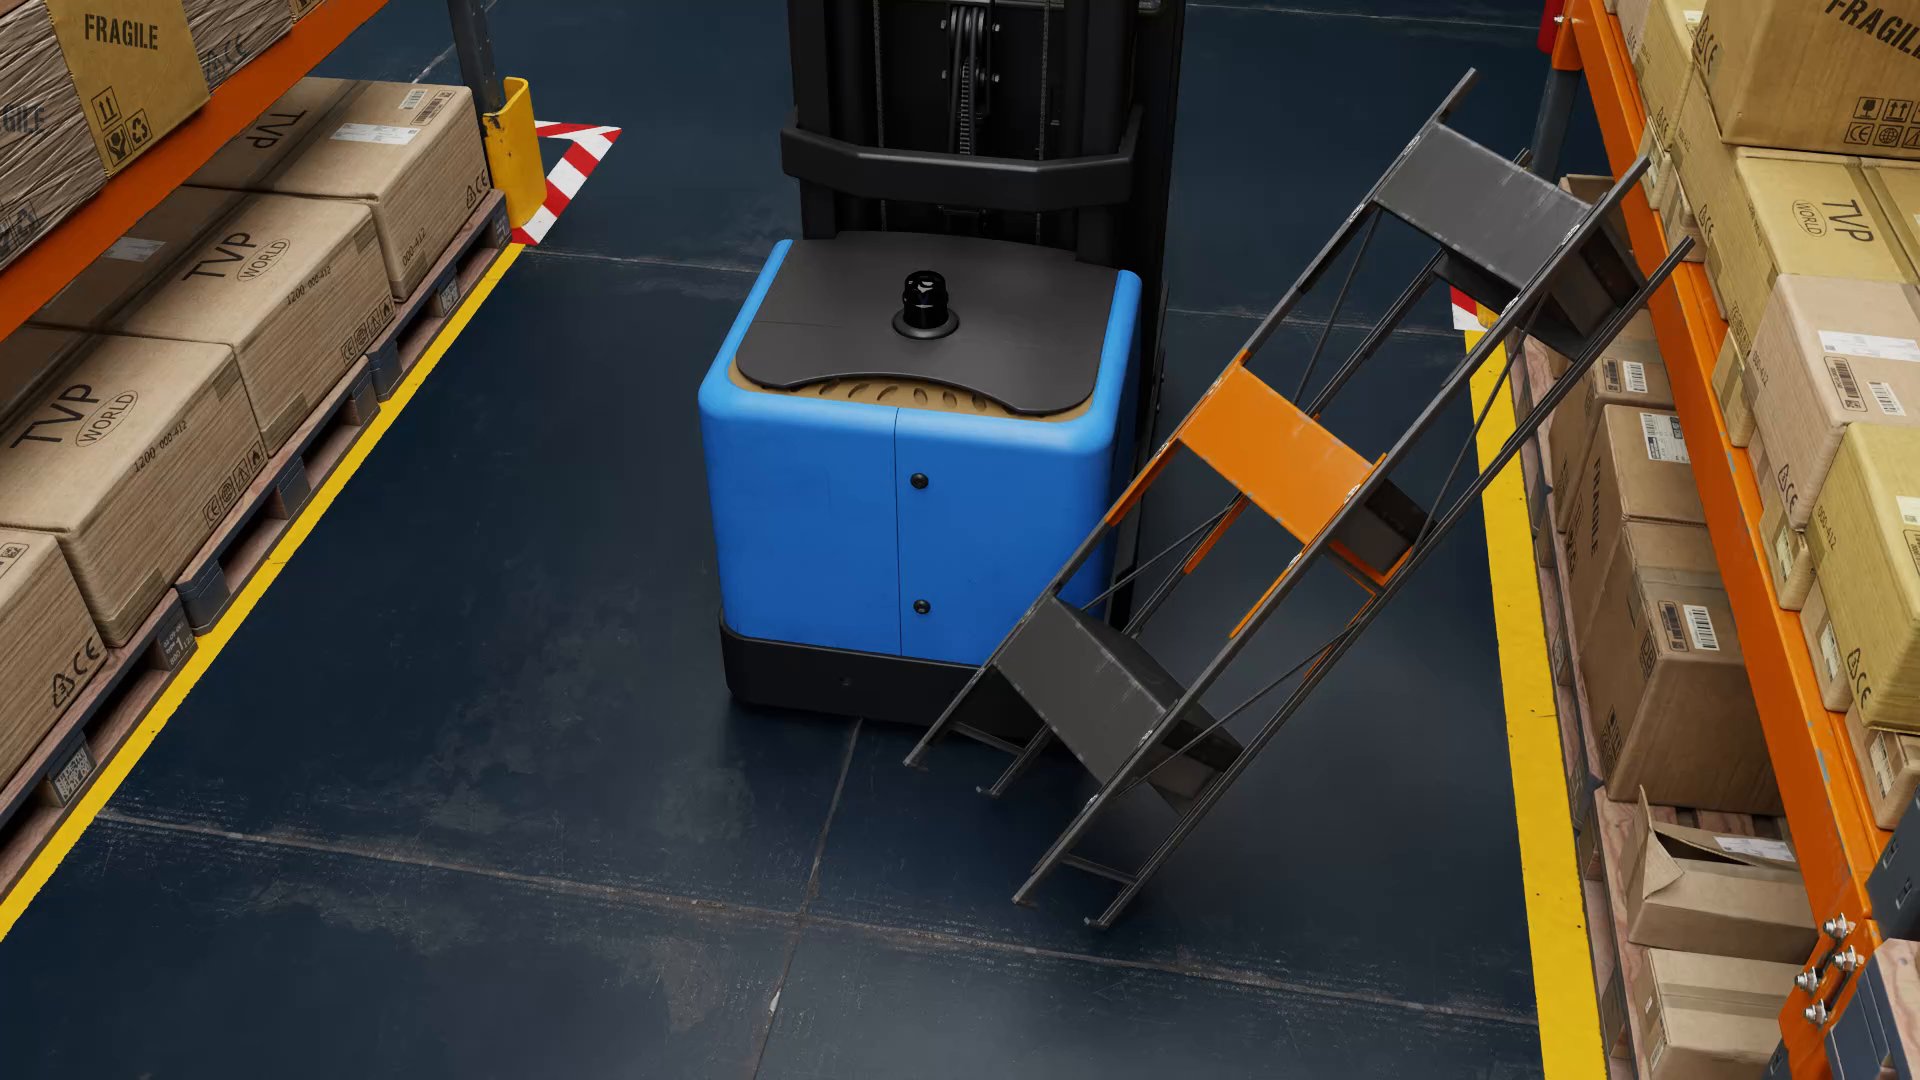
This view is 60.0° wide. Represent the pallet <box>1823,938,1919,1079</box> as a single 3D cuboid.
[{"bbox_3d":[1.616,1.045,1.783,1.003,0.211,1.213,6,40,8],"label":"pallet"}]

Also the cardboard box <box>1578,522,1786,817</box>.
[{"bbox_3d":[1.989,0.330,4.129,0.700,0.500,0.500,5,40,6],"label":"cardboard box"}]

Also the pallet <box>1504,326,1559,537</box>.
[{"bbox_3d":[2.404,-0.406,5.576,1.003,0.211,1.213,6,40,8],"label":"pallet"}]

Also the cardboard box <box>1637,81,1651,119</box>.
[{"bbox_3d":[2.113,-1.271,4.630,0.380,0.149,0.250,8,40,9],"label":"cardboard box"}]

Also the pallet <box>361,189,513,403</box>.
[{"bbox_3d":[-2.397,-0.989,6.280,1.003,0.211,1.213,6,40,8],"label":"pallet"}]

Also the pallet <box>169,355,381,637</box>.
[{"bbox_3d":[-2.610,-0.225,5.357,1.003,0.211,1.213,6,40,8],"label":"pallet"}]

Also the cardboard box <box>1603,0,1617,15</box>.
[{"bbox_3d":[2.227,-1.756,5.217,0.380,0.149,0.250,6,40,7],"label":"cardboard box"}]

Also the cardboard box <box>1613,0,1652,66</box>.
[{"bbox_3d":[2.123,-1.514,4.612,0.500,0.250,0.500,7,40,8],"label":"cardboard box"}]

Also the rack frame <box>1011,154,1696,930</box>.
[{"bbox_3d":[0.886,0.074,3.756,2.100,0.400,0.015,-51,49,9],"label":"rack frame"}]

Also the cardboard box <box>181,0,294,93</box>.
[{"bbox_3d":[-2.339,-1.643,4.805,0.500,0.500,0.500,7,40,9],"label":"cardboard box"}]

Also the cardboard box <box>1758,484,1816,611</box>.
[{"bbox_3d":[1.713,0.019,3.070,0.380,0.149,0.250,7,40,9],"label":"cardboard box"}]

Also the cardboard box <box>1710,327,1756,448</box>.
[{"bbox_3d":[1.802,-0.306,3.464,0.380,0.149,0.250,6,40,7],"label":"cardboard box"}]

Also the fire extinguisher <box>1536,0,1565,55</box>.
[{"bbox_3d":[2.124,-1.999,5.667,0.296,0.674,0.183,6,40,8],"label":"fire extinguisher"}]

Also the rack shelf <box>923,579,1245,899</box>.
[{"bbox_3d":[0.316,0.490,4.022,0.518,0.431,0.480,-51,49,9],"label":"rack shelf"}]

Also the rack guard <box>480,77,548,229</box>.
[{"bbox_3d":[-2.331,-1.626,6.824,1.175,0.500,0.348,6,40,8],"label":"rack guard"}]

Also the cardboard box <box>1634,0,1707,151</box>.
[{"bbox_3d":[2.039,-1.196,4.226,0.500,0.250,0.500,6,40,7],"label":"cardboard box"}]

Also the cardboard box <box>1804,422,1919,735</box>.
[{"bbox_3d":[1.710,0.078,2.686,0.500,0.250,0.500,7,40,9],"label":"cardboard box"}]

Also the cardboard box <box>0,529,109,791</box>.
[{"bbox_3d":[-2.813,0.380,4.118,0.875,0.438,0.875,6,40,7],"label":"cardboard box"}]

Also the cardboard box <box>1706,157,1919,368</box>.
[{"bbox_3d":[1.881,-0.549,3.445,0.500,0.250,0.500,6,40,7],"label":"cardboard box"}]

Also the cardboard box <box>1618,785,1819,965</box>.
[{"bbox_3d":[1.731,0.767,3.784,0.396,0.266,0.258,8,40,9],"label":"cardboard box"}]

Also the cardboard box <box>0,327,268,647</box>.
[{"bbox_3d":[-2.659,-0.182,4.797,0.875,0.438,0.875,5,40,6],"label":"cardboard box"}]

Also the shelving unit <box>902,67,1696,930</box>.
[{"bbox_3d":[0.758,-0.060,3.914,2.100,0.431,0.503,-51,49,9],"label":"shelving unit"}]

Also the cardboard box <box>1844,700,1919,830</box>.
[{"bbox_3d":[1.668,0.350,2.669,0.380,0.149,0.250,7,40,8],"label":"cardboard box"}]

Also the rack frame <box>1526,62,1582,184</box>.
[{"bbox_3d":[2.554,-2.029,5.350,1.000,3.000,0.127,6,40,8],"label":"rack frame"}]

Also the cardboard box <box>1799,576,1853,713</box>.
[{"bbox_3d":[1.692,0.185,2.870,0.380,0.149,0.250,7,40,9],"label":"cardboard box"}]

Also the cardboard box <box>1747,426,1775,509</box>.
[{"bbox_3d":[1.785,-0.143,3.266,0.380,0.149,0.250,7,40,9],"label":"cardboard box"}]

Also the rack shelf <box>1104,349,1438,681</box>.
[{"bbox_3d":[0.749,-0.049,3.916,0.518,0.431,0.480,-51,49,9],"label":"rack shelf"}]

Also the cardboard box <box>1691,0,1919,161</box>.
[{"bbox_3d":[1.951,-1.178,3.617,0.500,0.500,0.500,7,40,9],"label":"cardboard box"}]

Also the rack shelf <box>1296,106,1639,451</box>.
[{"bbox_3d":[1.182,-0.589,3.810,0.518,0.431,0.480,-51,49,9],"label":"rack shelf"}]

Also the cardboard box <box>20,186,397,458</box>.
[{"bbox_3d":[-2.501,-0.748,5.481,0.875,0.438,0.875,7,40,9],"label":"cardboard box"}]

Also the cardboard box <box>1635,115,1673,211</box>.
[{"bbox_3d":[1.955,-0.953,4.246,0.380,0.149,0.250,5,40,6],"label":"cardboard box"}]

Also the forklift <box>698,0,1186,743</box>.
[{"bbox_3d":[0.112,-1.525,4.794,1.130,2.935,3.031,7,40,8],"label":"forklift"}]

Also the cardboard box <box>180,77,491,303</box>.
[{"bbox_3d":[-2.351,-1.323,6.177,0.875,0.438,0.875,5,40,6],"label":"cardboard box"}]

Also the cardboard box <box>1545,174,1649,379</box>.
[{"bbox_3d":[2.355,-0.855,5.560,0.797,0.503,0.637,5,40,6],"label":"cardboard box"}]

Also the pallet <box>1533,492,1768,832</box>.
[{"bbox_3d":[2.191,0.357,4.652,1.003,0.211,1.213,6,40,8],"label":"pallet"}]

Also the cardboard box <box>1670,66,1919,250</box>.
[{"bbox_3d":[1.971,-0.872,3.835,0.500,0.250,0.500,5,40,7],"label":"cardboard box"}]

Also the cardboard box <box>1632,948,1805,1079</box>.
[{"bbox_3d":[1.669,1.036,3.550,0.380,0.149,0.250,5,40,6],"label":"cardboard box"}]

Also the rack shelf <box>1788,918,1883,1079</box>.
[{"bbox_3d":[1.516,2.014,1.025,1.077,0.370,4.000,6,40,8],"label":"rack shelf"}]

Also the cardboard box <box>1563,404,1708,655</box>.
[{"bbox_3d":[1.979,-0.001,4.529,0.500,0.500,0.500,7,40,8],"label":"cardboard box"}]

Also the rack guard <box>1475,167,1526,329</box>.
[{"bbox_3d":[2.541,-1.018,6.089,1.175,0.500,0.348,6,40,8],"label":"rack guard"}]

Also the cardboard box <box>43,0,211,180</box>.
[{"bbox_3d":[-2.416,-1.318,4.411,0.500,0.500,0.500,8,40,9],"label":"cardboard box"}]

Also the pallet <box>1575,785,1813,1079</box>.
[{"bbox_3d":[1.982,1.125,3.723,1.003,0.211,1.213,6,40,8],"label":"pallet"}]

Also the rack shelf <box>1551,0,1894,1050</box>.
[{"bbox_3d":[2.208,-0.496,4.061,1.077,0.370,4.000,6,40,8],"label":"rack shelf"}]

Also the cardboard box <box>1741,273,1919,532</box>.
[{"bbox_3d":[1.782,-0.238,3.068,0.500,0.250,0.500,7,40,8],"label":"cardboard box"}]

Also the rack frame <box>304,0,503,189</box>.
[{"bbox_3d":[-2.335,-2.574,6.009,1.000,3.000,0.127,6,40,8],"label":"rack frame"}]

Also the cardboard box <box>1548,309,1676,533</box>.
[{"bbox_3d":[2.169,-0.322,4.917,0.700,0.500,0.500,8,40,9],"label":"cardboard box"}]

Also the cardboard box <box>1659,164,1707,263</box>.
[{"bbox_3d":[1.930,-0.785,4.043,0.380,0.149,0.250,7,40,9],"label":"cardboard box"}]

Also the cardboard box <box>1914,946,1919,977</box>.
[{"bbox_3d":[1.558,0.560,1.811,0.700,0.500,0.500,7,40,9],"label":"cardboard box"}]

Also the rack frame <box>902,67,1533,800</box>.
[{"bbox_3d":[0.629,-0.194,4.072,2.100,0.400,0.015,-51,49,9],"label":"rack frame"}]

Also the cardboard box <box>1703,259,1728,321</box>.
[{"bbox_3d":[1.953,-0.616,3.838,0.380,0.149,0.250,6,40,8],"label":"cardboard box"}]

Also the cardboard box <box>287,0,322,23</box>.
[{"bbox_3d":[-2.260,-1.967,5.197,0.500,0.500,0.500,6,40,7],"label":"cardboard box"}]

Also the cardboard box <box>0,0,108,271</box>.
[{"bbox_3d":[-2.505,-0.994,4.020,0.500,0.500,0.500,7,40,8],"label":"cardboard box"}]

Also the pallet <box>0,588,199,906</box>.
[{"bbox_3d":[-2.819,0.543,4.428,1.003,0.211,1.213,6,40,8],"label":"pallet"}]
